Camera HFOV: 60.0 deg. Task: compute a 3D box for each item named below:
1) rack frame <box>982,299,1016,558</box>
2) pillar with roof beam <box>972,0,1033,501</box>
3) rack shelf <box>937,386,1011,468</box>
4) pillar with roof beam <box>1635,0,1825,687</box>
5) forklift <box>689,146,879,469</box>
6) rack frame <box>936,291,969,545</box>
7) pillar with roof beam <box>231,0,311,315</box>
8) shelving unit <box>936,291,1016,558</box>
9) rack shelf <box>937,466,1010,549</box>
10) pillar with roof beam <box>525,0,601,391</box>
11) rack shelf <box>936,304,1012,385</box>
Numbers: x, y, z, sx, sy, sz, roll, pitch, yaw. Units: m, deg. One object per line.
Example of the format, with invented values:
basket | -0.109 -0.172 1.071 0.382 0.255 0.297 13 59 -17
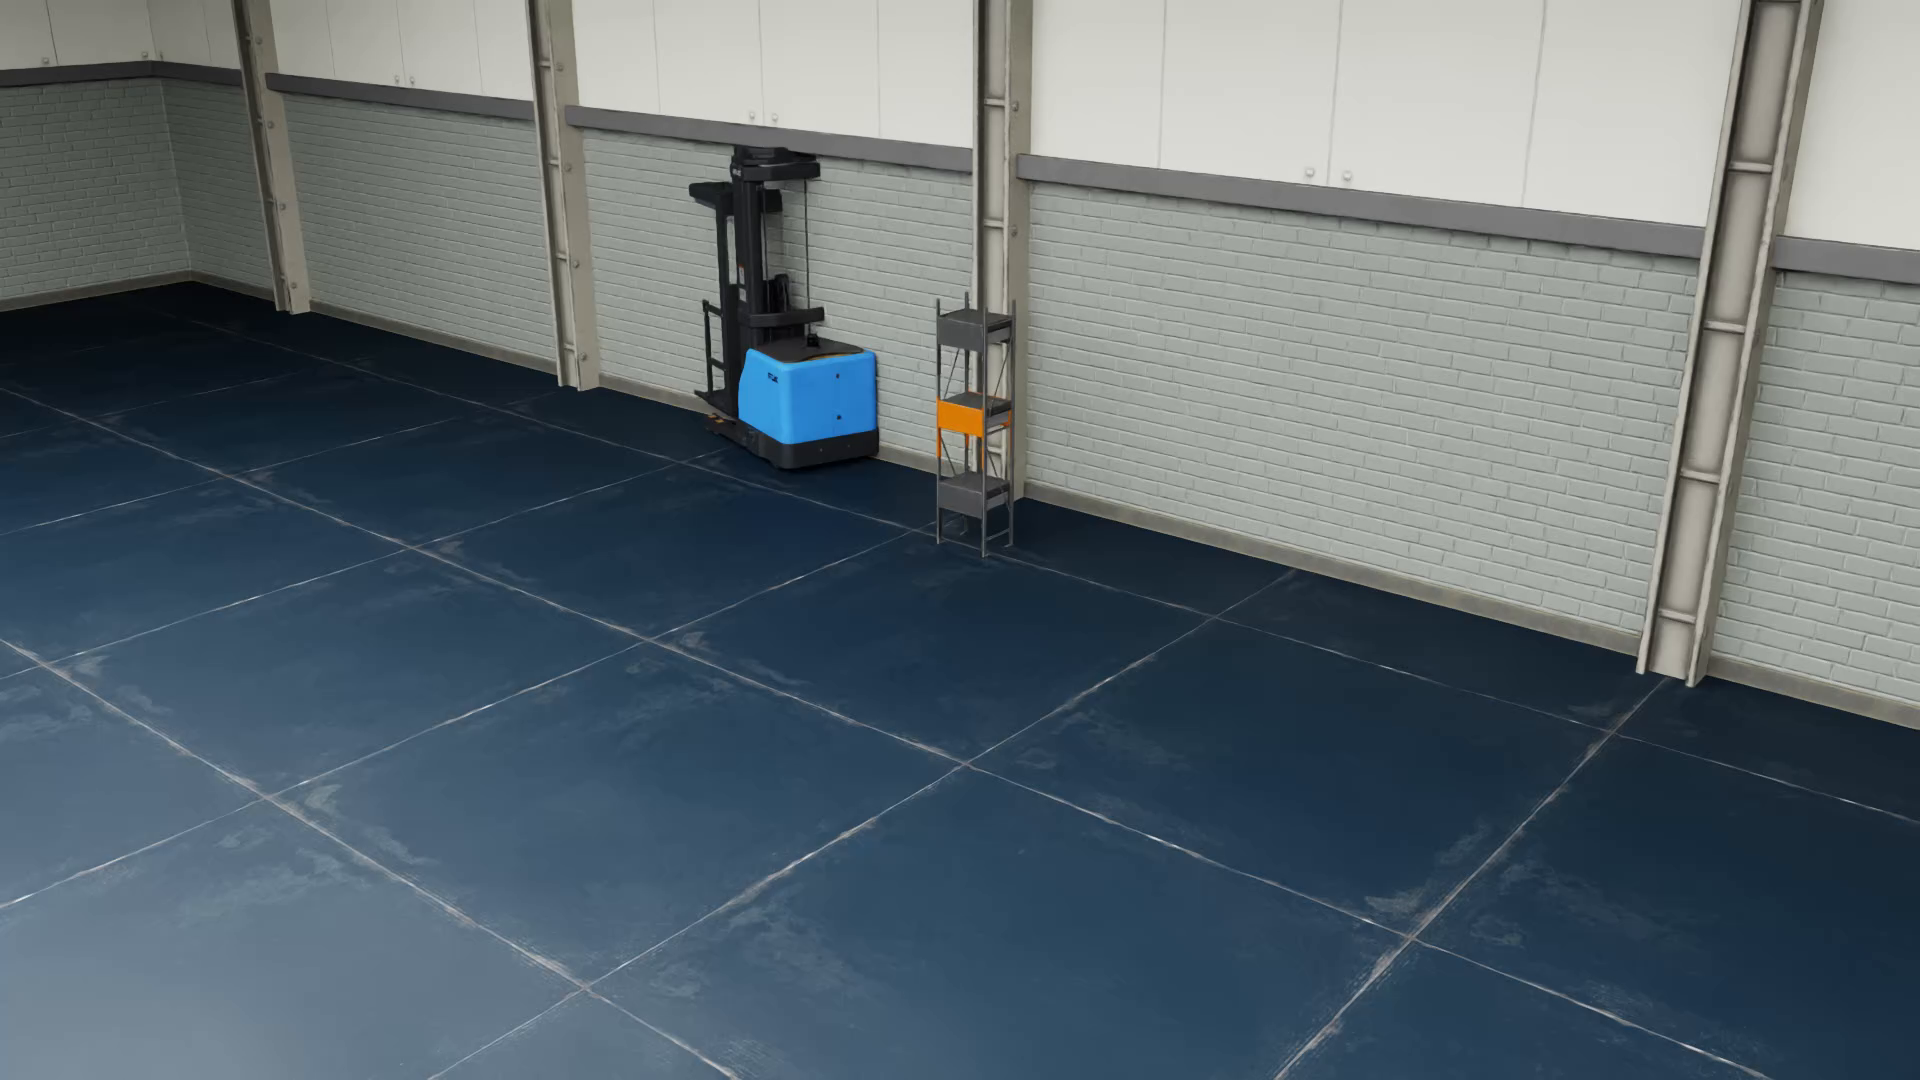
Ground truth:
rack frame | 0.317 -0.891 13.555 0.015 2.100 0.400 16 26 36
pillar with roof beam | -2.368 -3.440 10.537 0.400 9.000 9.100 16 26 36
rack shelf | 0.128 -0.933 13.705 0.480 0.518 0.431 16 26 36
pillar with roof beam | 2.281 -2.102 6.988 0.400 9.000 9.100 16 26 36
forklift | -1.992 -2.516 16.687 1.130 2.935 3.031 -12 24 -29
rack frame | -0.061 -1.000 13.844 0.015 2.100 0.400 16 26 36
pillar with roof beam | -11.664 -6.117 17.637 0.400 9.000 9.100 16 26 36
shelving unit | 0.128 -0.946 13.700 0.503 2.100 0.431 16 26 36
rack shelf | 0.128 -0.278 13.952 0.480 0.518 0.431 16 26 36
pillar with roof beam | -7.016 -4.779 14.087 0.400 9.000 9.100 16 26 36
rack shelf | 0.128 -1.588 13.458 0.480 0.518 0.431 16 26 36
